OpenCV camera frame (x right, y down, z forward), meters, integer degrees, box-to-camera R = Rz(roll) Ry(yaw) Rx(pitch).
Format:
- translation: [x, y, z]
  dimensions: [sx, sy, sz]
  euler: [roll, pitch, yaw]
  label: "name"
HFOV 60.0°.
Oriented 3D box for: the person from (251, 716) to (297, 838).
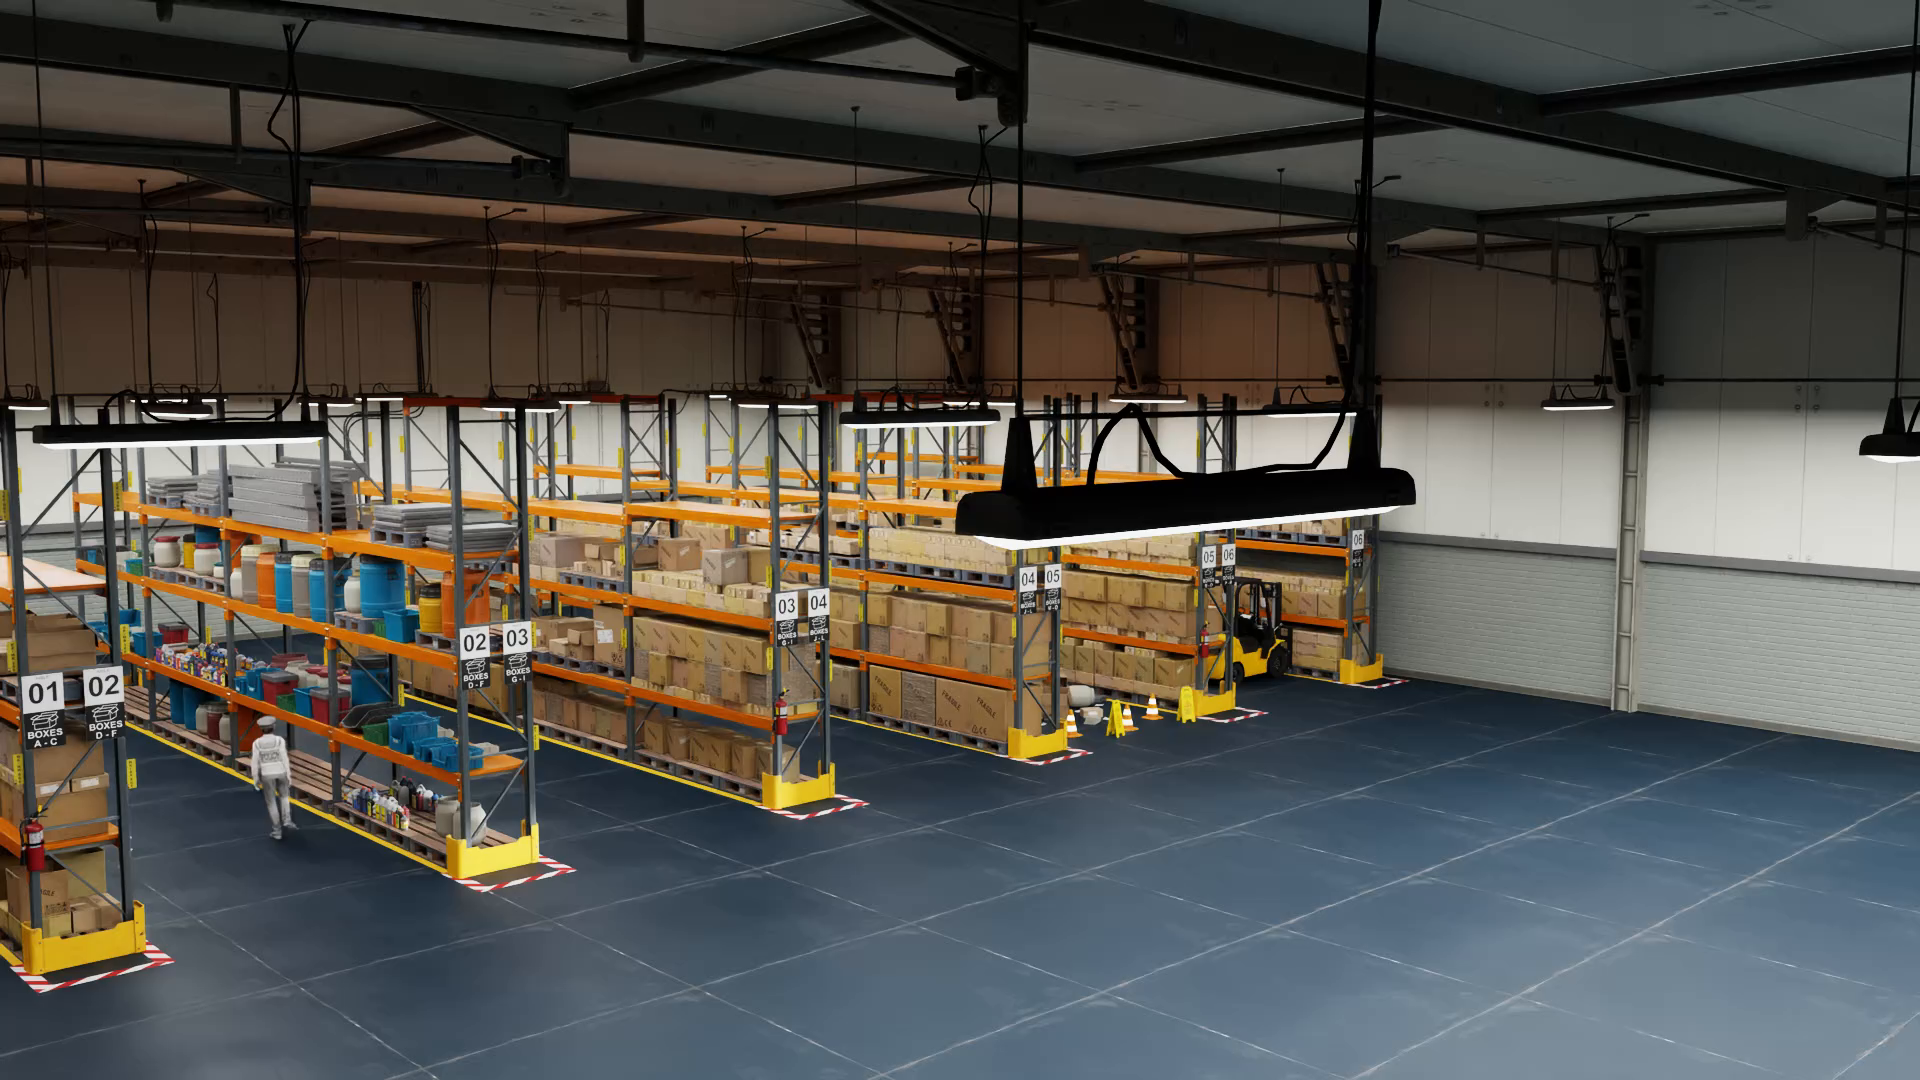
- translation: [-9.482, 3.274, 22.958]
  dimensions: [0.527, 1.672, 0.493]
  euler: [-4, 7, -35]
  label: "person"
